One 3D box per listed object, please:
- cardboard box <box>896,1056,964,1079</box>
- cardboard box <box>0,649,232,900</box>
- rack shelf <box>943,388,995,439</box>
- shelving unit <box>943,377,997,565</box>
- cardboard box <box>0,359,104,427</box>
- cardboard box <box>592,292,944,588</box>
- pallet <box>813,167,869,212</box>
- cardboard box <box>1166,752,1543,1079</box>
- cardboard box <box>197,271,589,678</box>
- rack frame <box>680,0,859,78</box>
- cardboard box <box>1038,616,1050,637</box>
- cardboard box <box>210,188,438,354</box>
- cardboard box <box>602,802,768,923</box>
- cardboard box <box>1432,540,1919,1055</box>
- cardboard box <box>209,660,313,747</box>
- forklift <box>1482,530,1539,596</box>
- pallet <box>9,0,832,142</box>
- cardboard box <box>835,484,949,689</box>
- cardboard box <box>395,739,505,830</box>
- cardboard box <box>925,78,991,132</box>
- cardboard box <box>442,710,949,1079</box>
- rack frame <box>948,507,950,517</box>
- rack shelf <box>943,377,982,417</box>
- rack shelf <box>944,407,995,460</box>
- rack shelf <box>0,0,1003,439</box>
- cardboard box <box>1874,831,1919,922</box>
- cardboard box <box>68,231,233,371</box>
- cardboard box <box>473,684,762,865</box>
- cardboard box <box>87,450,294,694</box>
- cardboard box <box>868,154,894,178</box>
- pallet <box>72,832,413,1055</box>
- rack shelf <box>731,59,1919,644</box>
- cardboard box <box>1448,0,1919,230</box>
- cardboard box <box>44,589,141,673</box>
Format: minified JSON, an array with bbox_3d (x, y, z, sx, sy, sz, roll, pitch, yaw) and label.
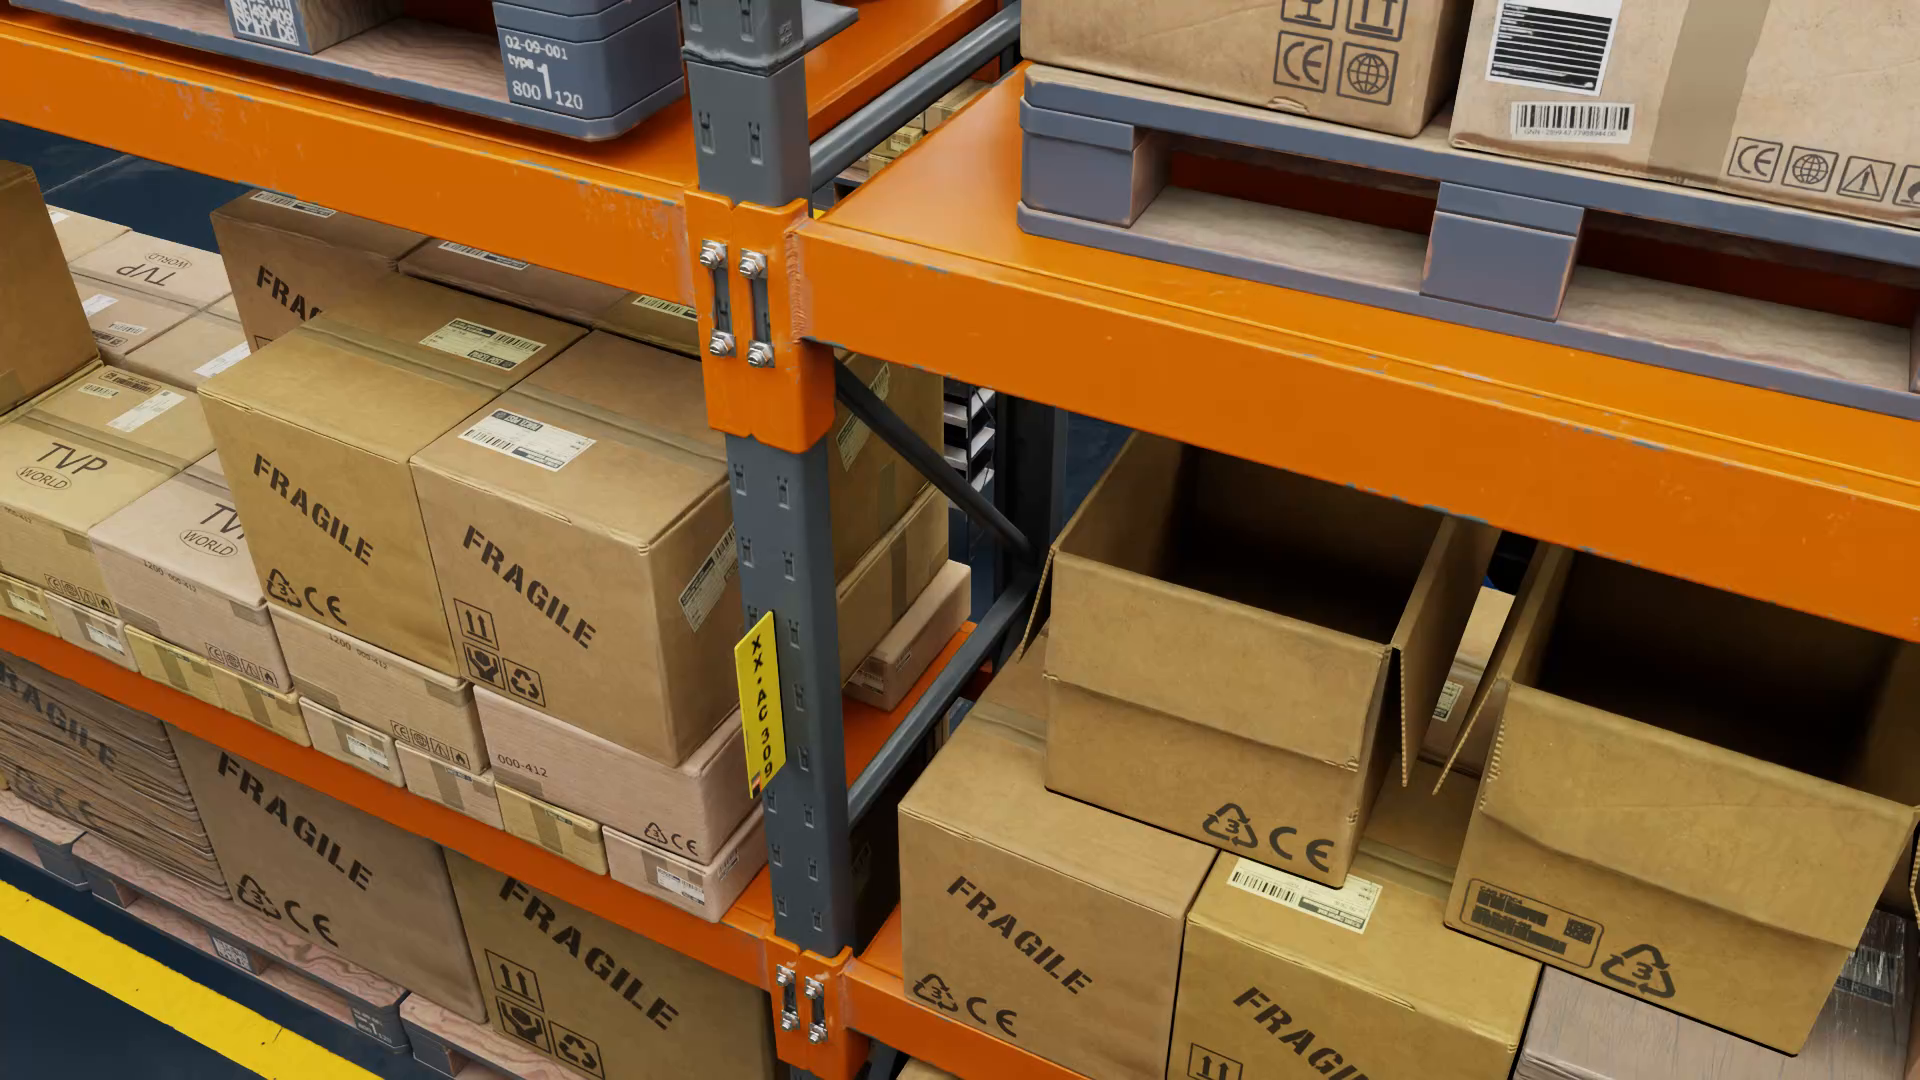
[{"bbox_3d":[0.516,1.190,3.612,0.875,0.875,1.225,18,41,22],"label":"cardboard box"},{"bbox_3d":[-2.200,0.298,4.786,0.875,0.875,0.875,17,41,21],"label":"cardboard box"},{"bbox_3d":[-0.007,-0.478,5.892,0.200,0.077,0.258,17,41,21],"label":"rack shelf"},{"bbox_3d":[-0.007,-0.361,5.981,0.210,0.900,0.258,17,41,21],"label":"shelving unit"},{"bbox_3d":[-2.402,-0.266,3.998,0.500,0.250,0.500,16,40,20],"label":"cardboard box"},{"bbox_3d":[-0.369,-0.284,3.401,0.500,0.500,0.500,17,41,21],"label":"cardboard box"},{"bbox_3d":[-0.470,-2.027,8.746,1.213,0.211,1.003,17,41,21],"label":"pallet"},{"bbox_3d":[0.679,0.705,2.757,0.500,0.500,0.500,17,41,22],"label":"cardboard box"},{"bbox_3d":[-1.035,-0.140,3.211,0.500,0.500,0.500,18,41,22],"label":"cardboard box"},{"bbox_3d":[-0.061,-2.046,1.503,0.127,3.000,1.000,17,41,21],"label":"rack frame"},{"bbox_3d":[0.480,0.287,3.308,0.500,0.500,0.500,18,41,22],"label":"cardboard box"},{"bbox_3d":[-1.267,-0.568,3.775,0.500,0.500,0.500,16,40,20],"label":"cardboard box"},{"bbox_3d":[-0.483,0.535,3.272,0.250,0.149,0.380,18,41,22],"label":"cardboard box"},{"bbox_3d":[1.114,0.274,2.495,0.637,0.503,0.797,18,41,22],"label":"cardboard box"},{"bbox_3d":[-1.397,0.249,3.649,0.250,0.149,0.380,18,41,22],"label":"cardboard box"},{"bbox_3d":[2.258,-0.523,4.515,3.031,2.935,1.130,16,40,20],"label":"forklift"},{"bbox_3d":[-0.783,-1.049,2.744,1.213,0.211,1.003,17,41,21],"label":"pallet"},{"bbox_3d":[-0.358,0.014,3.629,0.500,0.250,0.500,17,40,21],"label":"cardboard box"},{"bbox_3d":[-0.939,0.392,3.461,0.250,0.149,0.380,17,40,21],"label":"cardboard box"},{"bbox_3d":[0.032,-2.087,8.036,0.250,0.149,0.380,19,41,23],"label":"cardboard box"},{"bbox_3d":[-0.610,0.796,4.130,0.875,0.875,0.875,17,41,21],"label":"cardboard box"},{"bbox_3d":[-0.097,-0.389,6.018,0.006,0.900,0.240,17,41,21],"label":"rack frame"},{"bbox_3d":[-0.007,-0.549,5.838,0.200,0.077,0.258,17,41,21],"label":"rack shelf"},{"bbox_3d":[-0.007,-0.406,5.947,0.200,0.077,0.258,17,41,21],"label":"rack shelf"},{"bbox_3d":[-1.837,-1.121,3.360,4.000,0.370,1.077,17,41,21],"label":"rack shelf"},{"bbox_3d":[1.383,0.570,2.936,0.500,0.500,0.500,17,40,21],"label":"cardboard box"},{"bbox_3d":[-2.159,-0.552,4.375,0.500,0.250,0.500,16,40,20],"label":"cardboard box"},{"bbox_3d":[-0.574,0.303,3.248,0.500,0.250,0.500,17,40,21],"label":"cardboard box"},{"bbox_3d":[-1.488,0.019,3.623,0.500,0.250,0.500,18,41,22],"label":"cardboard box"},{"bbox_3d":[-0.254,-1.894,8.274,0.250,0.149,0.380,18,41,22],"label":"cardboard box"},{"bbox_3d":[-1.788,0.862,4.940,1.213,0.211,1.003,17,41,21],"label":"pallet"},{"bbox_3d":[1.715,-0.009,1.895,4.000,0.370,1.077,17,41,21],"label":"rack shelf"},{"bbox_3d":[0.872,-0.630,1.844,0.500,0.311,0.500,16,40,20],"label":"cardboard box"},{"bbox_3d":[-1.849,0.106,3.837,0.250,0.149,0.380,18,41,22],"label":"cardboard box"}]
